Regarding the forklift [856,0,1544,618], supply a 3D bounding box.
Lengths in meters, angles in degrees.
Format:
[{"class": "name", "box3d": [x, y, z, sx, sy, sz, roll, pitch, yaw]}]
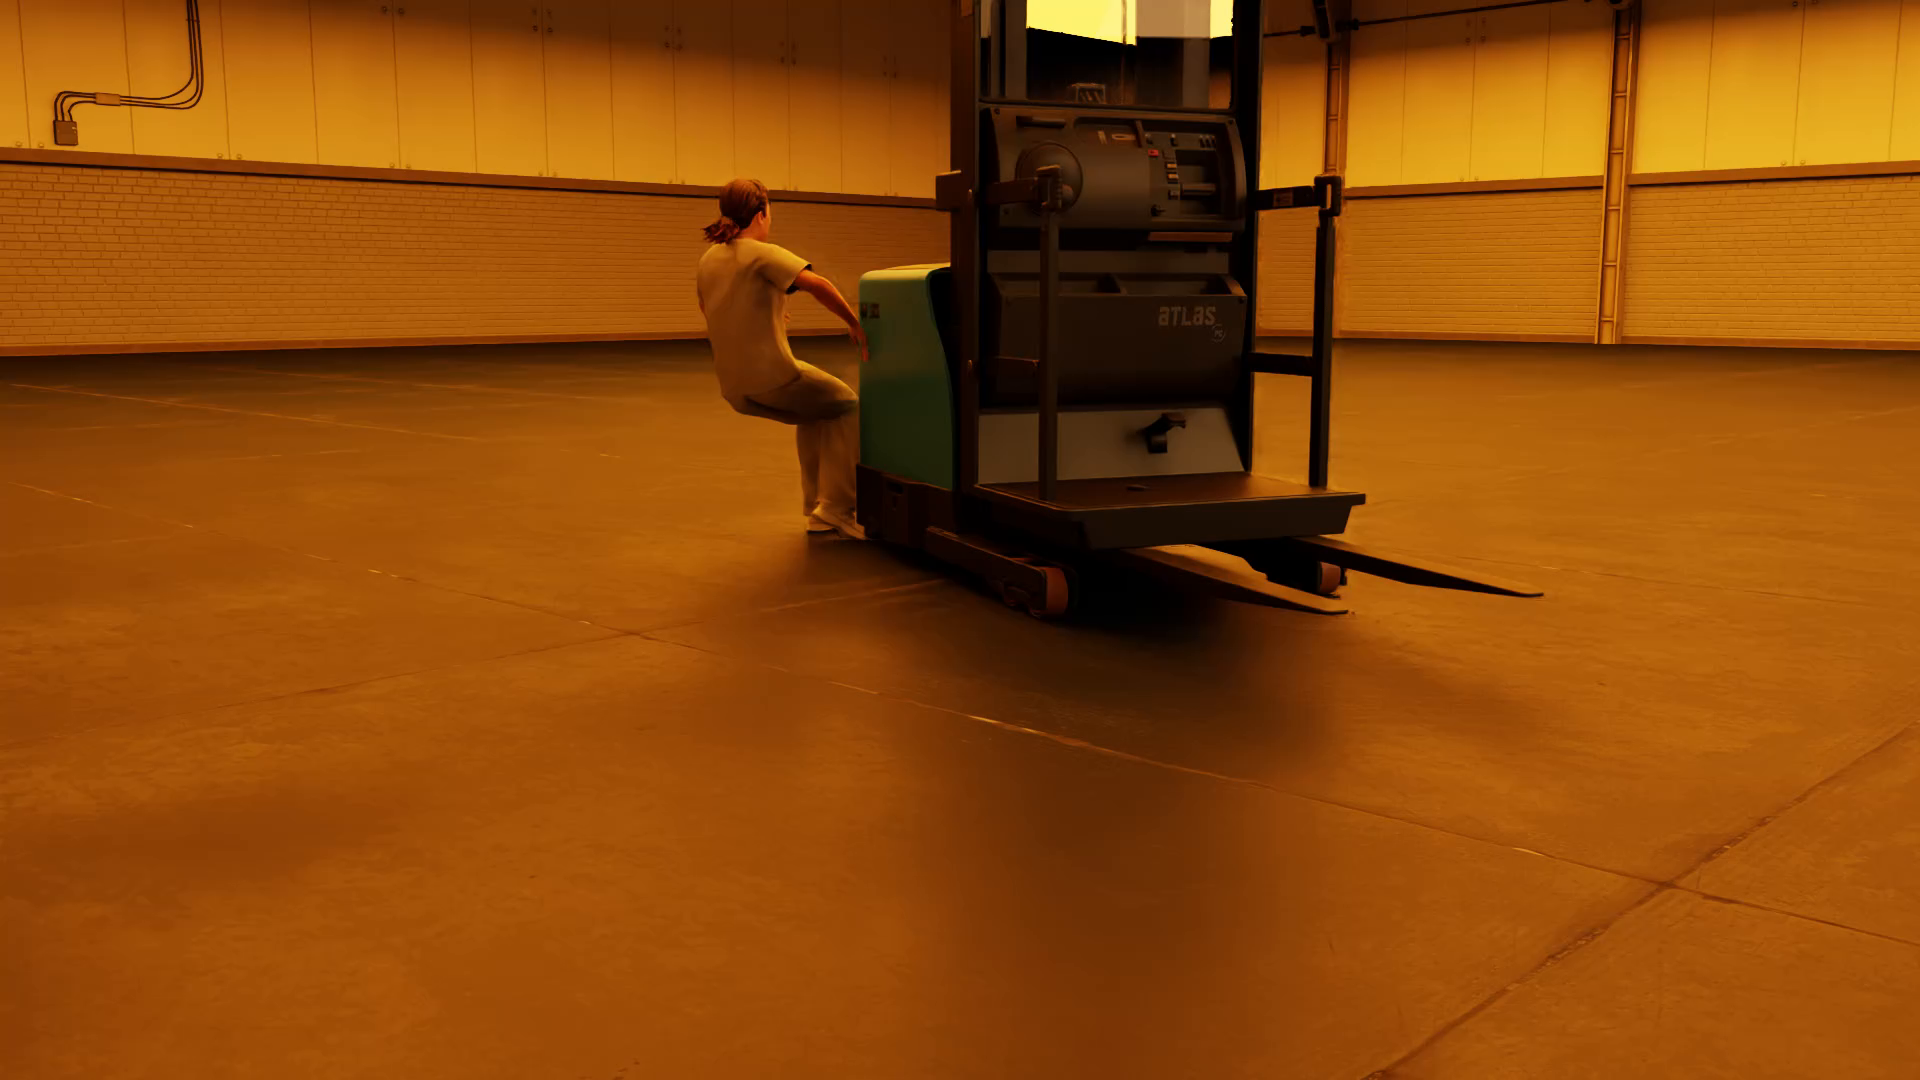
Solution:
[{"class": "forklift", "box3d": [0.620, -1.279, 5.367, 1.130, 2.935, 3.031, -4, 9, -22]}]

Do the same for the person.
[{"class": "person", "box3d": [-0.664, -0.712, 6.711, 0.773, 1.438, 0.830, 5, 10, 31]}]
